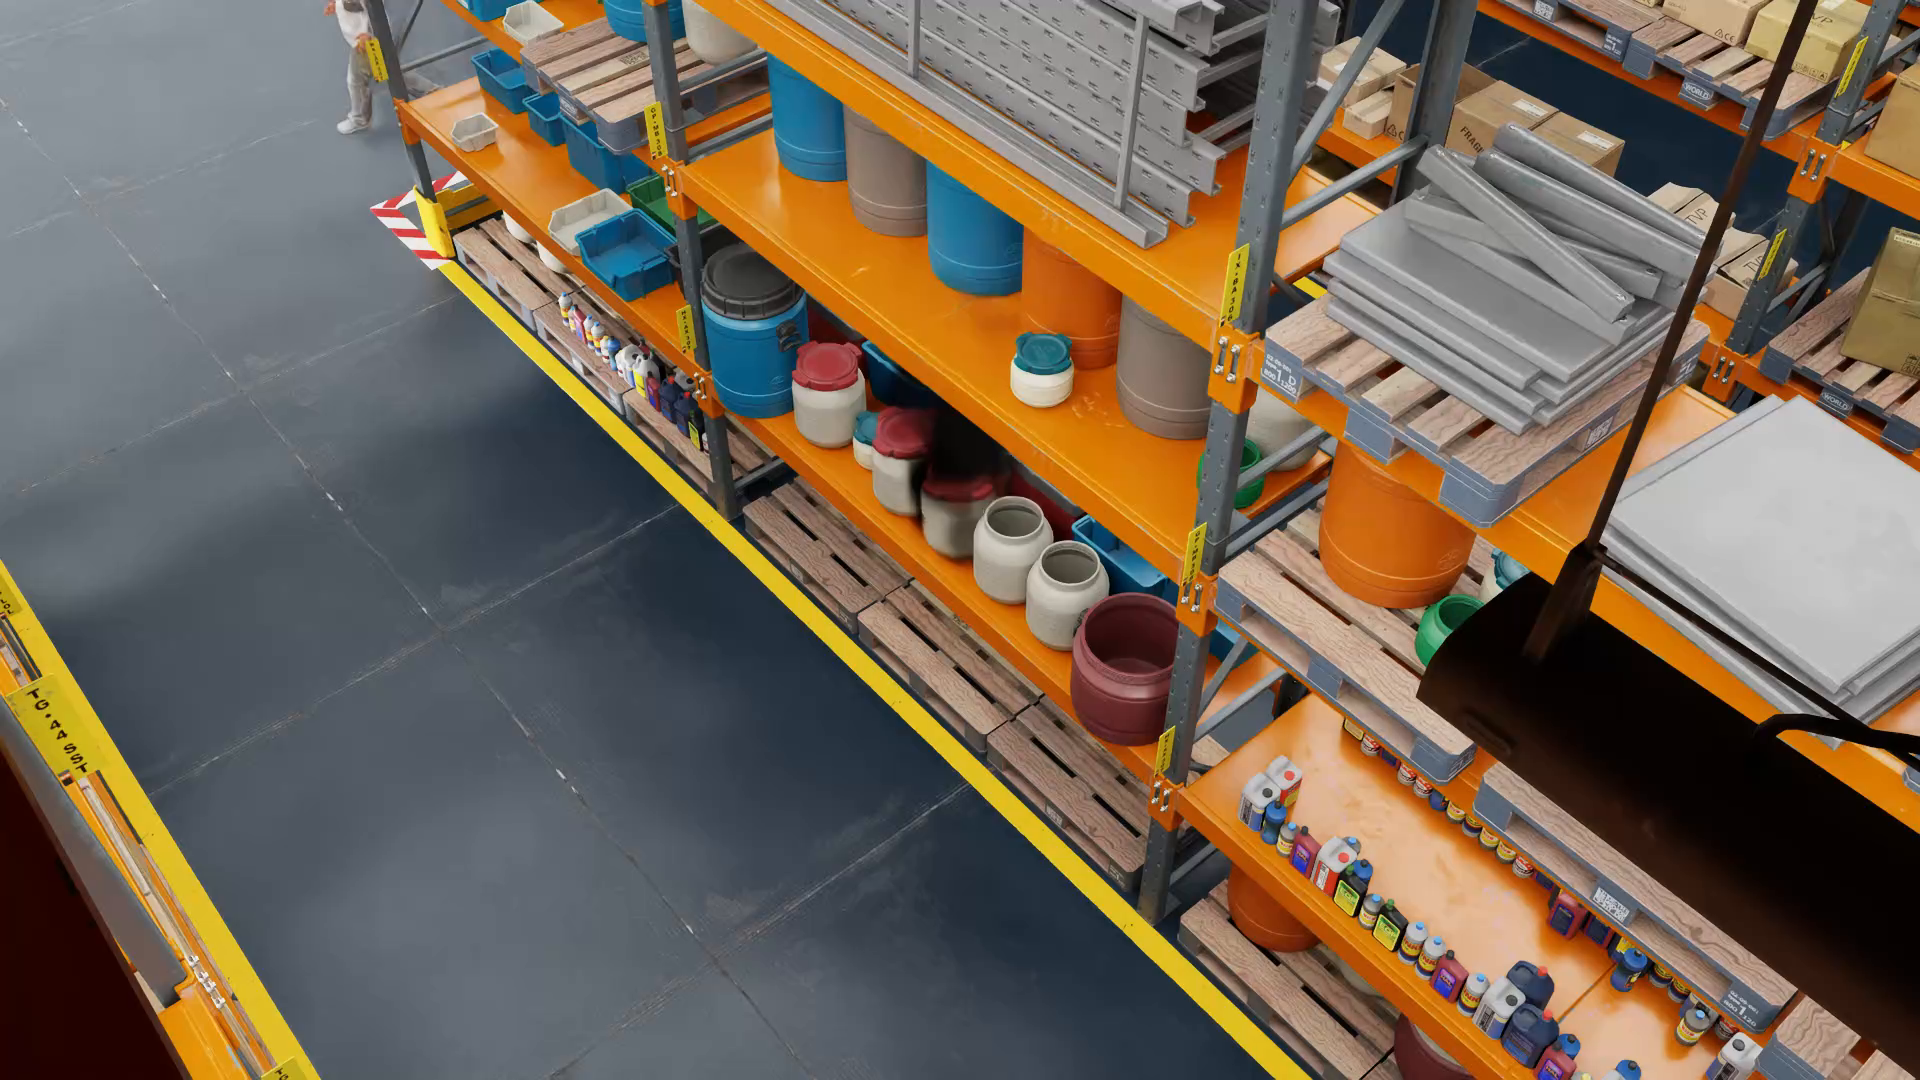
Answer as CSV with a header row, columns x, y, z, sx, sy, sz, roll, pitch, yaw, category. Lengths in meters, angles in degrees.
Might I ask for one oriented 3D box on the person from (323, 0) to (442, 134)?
x,y,z,sx,sy,sz,roll,pitch,yaw,category
-4.871,-4.141,13.684,0.973,1.777,0.696,-5,47,-5,person
